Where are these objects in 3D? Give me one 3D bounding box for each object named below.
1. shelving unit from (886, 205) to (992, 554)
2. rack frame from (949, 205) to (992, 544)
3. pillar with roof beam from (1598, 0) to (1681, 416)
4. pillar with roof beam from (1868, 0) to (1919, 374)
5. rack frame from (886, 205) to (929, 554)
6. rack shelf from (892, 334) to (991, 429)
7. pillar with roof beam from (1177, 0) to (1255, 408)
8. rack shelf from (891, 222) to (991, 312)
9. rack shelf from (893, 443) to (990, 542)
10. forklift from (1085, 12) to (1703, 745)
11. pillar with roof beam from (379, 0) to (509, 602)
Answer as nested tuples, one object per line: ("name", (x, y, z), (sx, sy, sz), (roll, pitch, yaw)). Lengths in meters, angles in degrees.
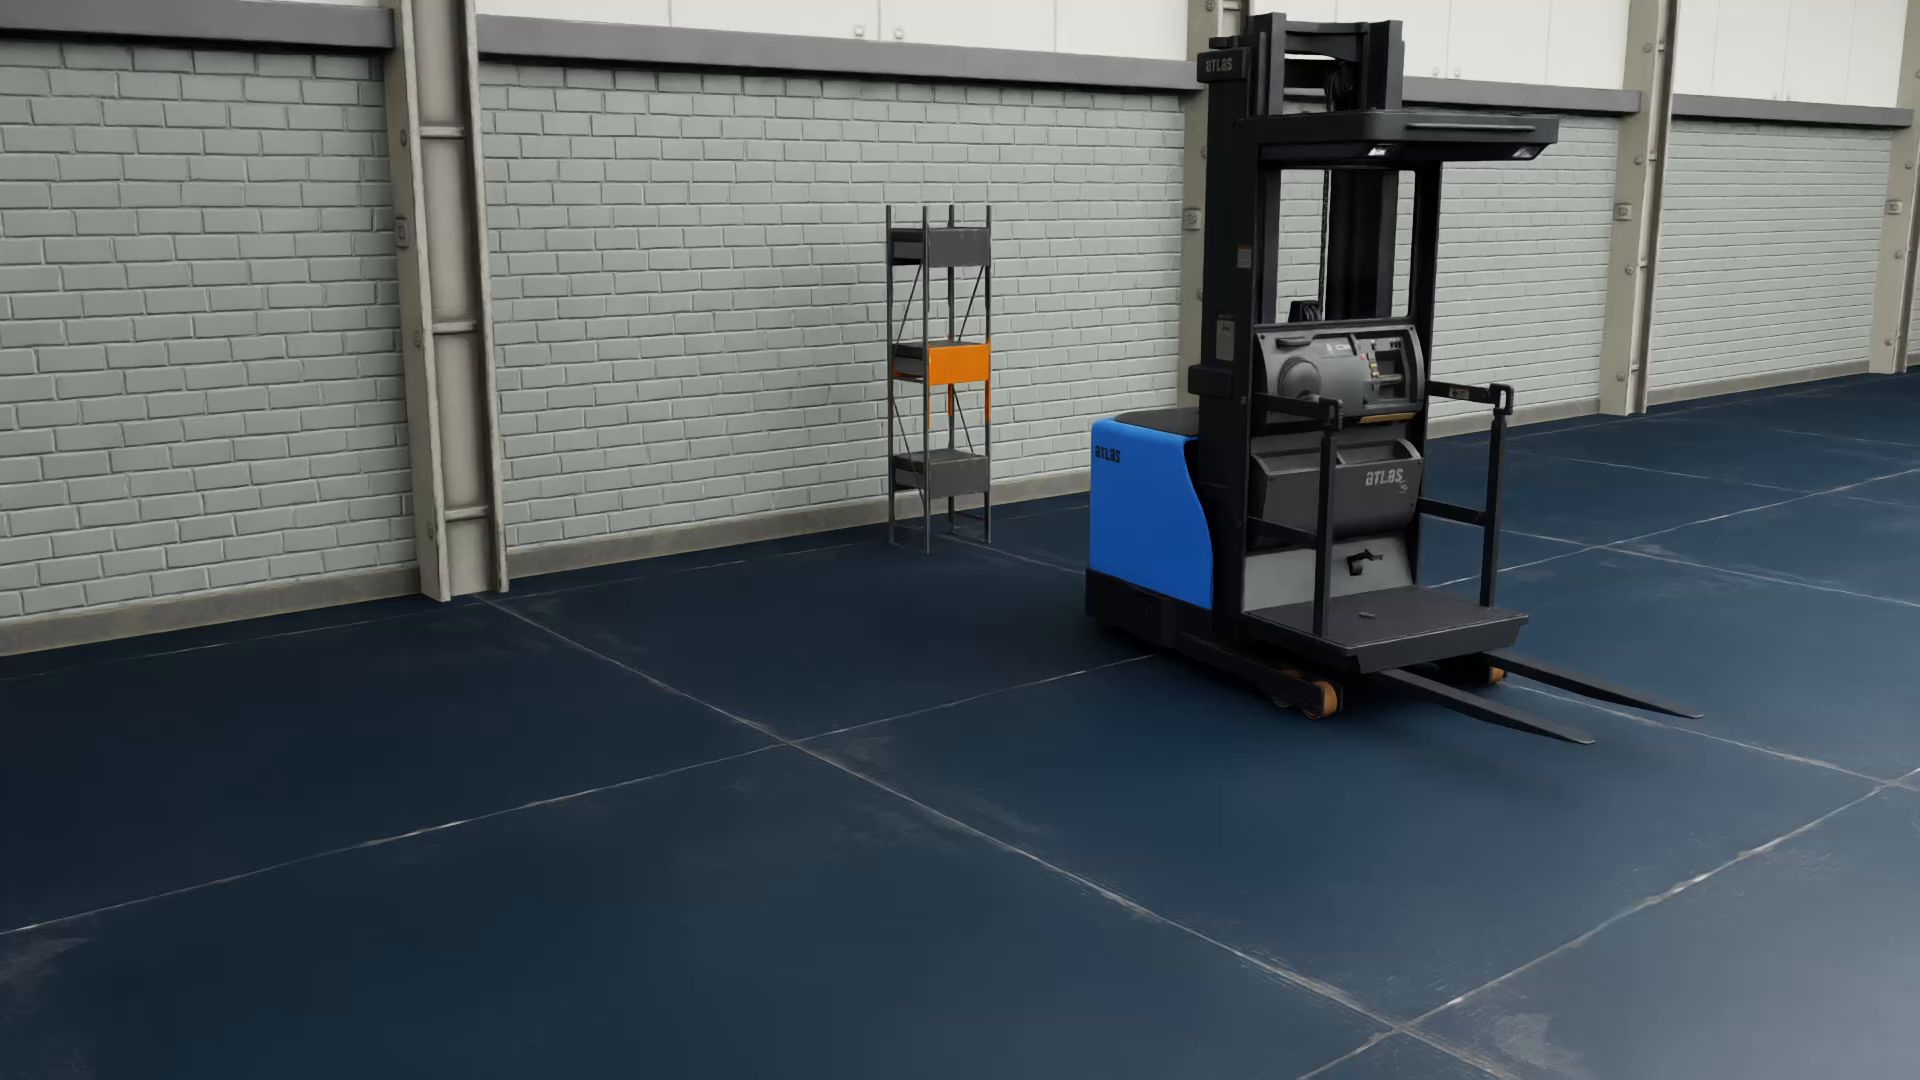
("shelving unit", (-0.129, -1.006, 10.310), (0.503, 2.100, 0.431), (-9, 15, -38))
("rack frame", (0.061, -1.037, 10.459), (0.015, 2.100, 0.400), (-9, 15, -38))
("pillar with roof beam", (9.294, -4.974, 12.390), (0.400, 9.000, 9.100), (-9, 15, -38))
("pillar with roof beam", (13.979, -5.753, 16.057), (0.400, 9.000, 9.100), (-9, 15, -38))
("rack frame", (-0.320, -0.974, 10.160), (0.015, 2.100, 0.400), (-9, 15, -38))
("rack shelf", (-0.129, -0.992, 10.312), (0.480, 0.518, 0.431), (-9, 15, -38))
("pillar with roof beam", (4.609, -4.196, 8.724), (0.400, 9.000, 9.100), (-9, 15, -38))
("rack shelf", (-0.129, -1.677, 10.167), (0.480, 0.518, 0.431), (-9, 15, -38))
("rack shelf", (-0.129, -0.308, 10.458), (0.480, 0.518, 0.431), (-9, 15, -38))
("forklift", (1.813, -0.780, 7.248), (1.130, 2.935, 3.031), (-7, 14, -29))
("pillar with roof beam", (-0.076, -3.417, 5.057), (0.400, 9.000, 9.100), (-9, 15, -38))
